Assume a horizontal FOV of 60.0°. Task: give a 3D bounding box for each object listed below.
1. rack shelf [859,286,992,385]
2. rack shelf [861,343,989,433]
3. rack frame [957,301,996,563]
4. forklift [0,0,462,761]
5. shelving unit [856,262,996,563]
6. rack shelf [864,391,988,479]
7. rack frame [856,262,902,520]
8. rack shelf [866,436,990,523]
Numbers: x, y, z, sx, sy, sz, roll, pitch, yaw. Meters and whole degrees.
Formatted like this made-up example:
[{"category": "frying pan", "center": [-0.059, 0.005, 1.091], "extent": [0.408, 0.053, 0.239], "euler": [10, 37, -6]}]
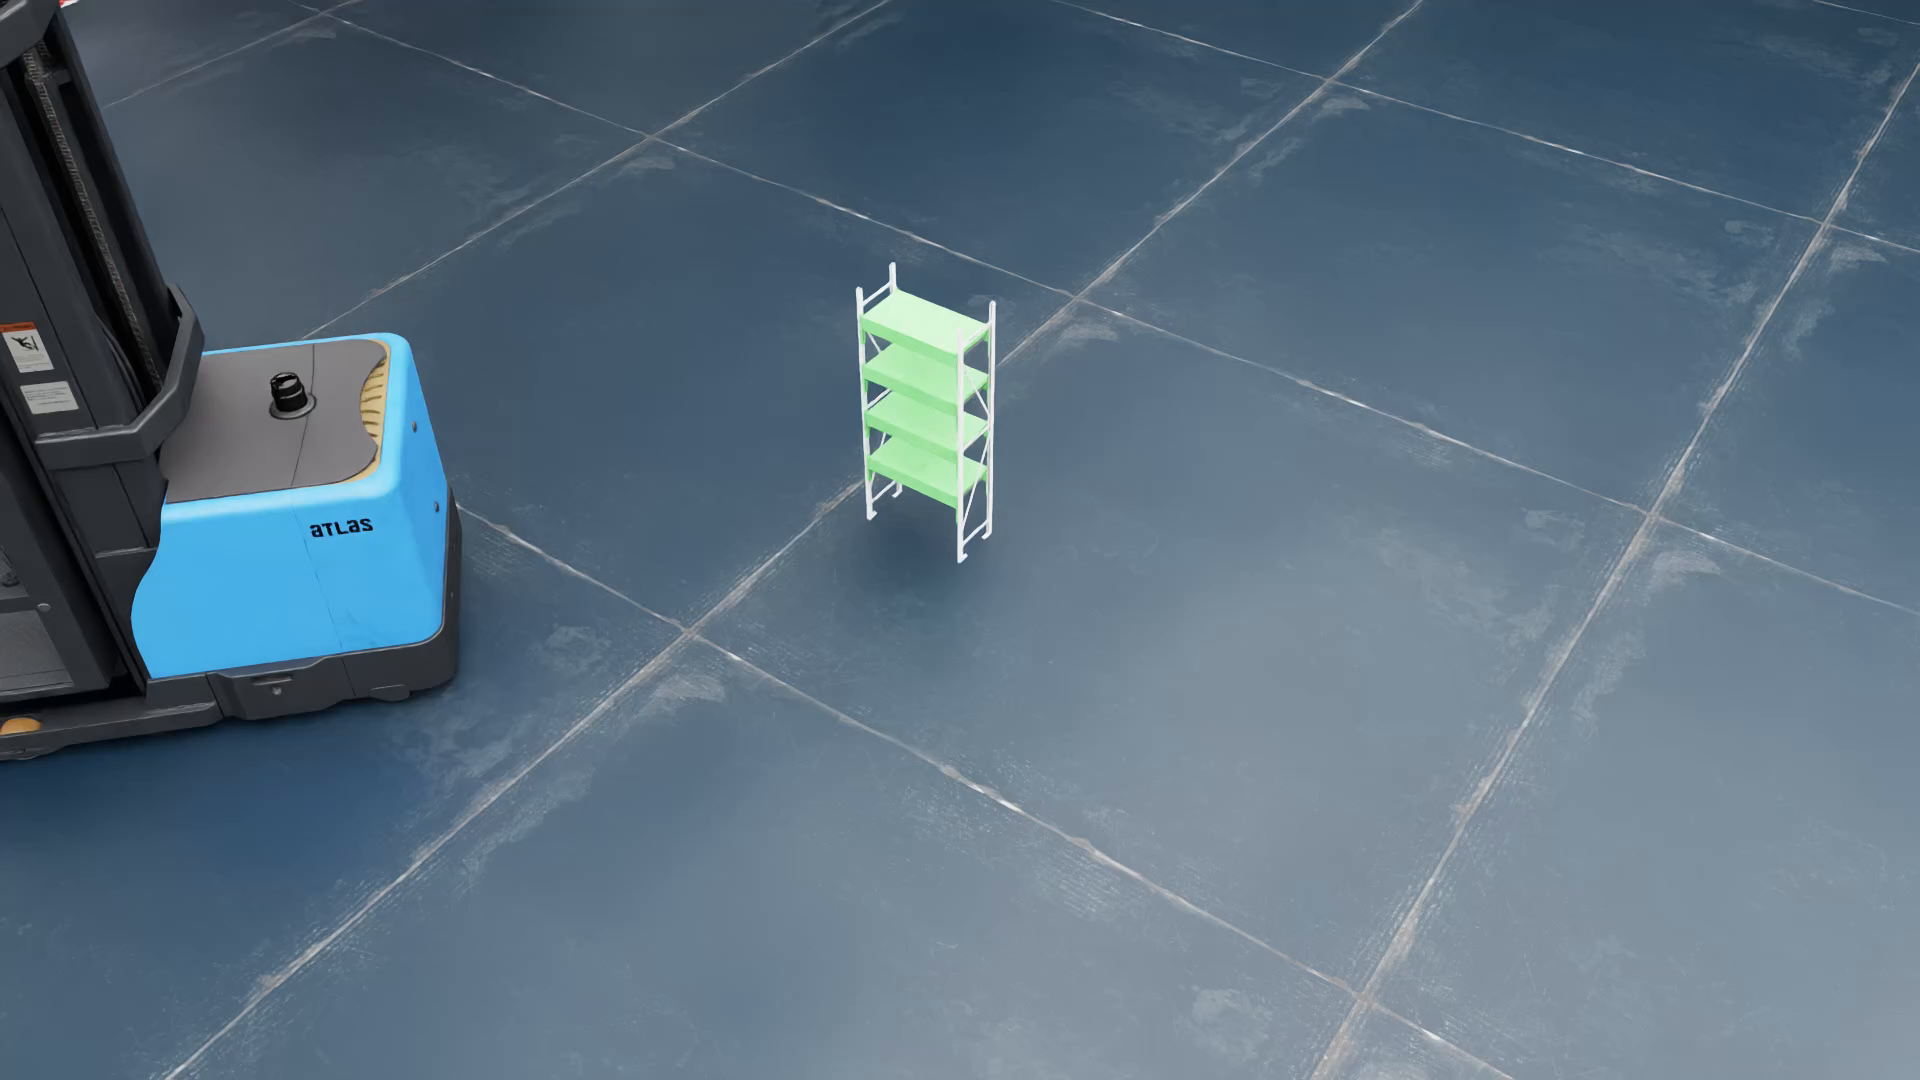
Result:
[{"category": "rack shelf", "center": [-0.136, -0.821, 6.643], "extent": [0.480, 0.148, 0.258], "euler": [25, 48, 25]}, {"category": "rack shelf", "center": [-0.136, -0.642, 6.803], "extent": [0.480, 0.148, 0.258], "euler": [25, 48, 25]}, {"category": "rack frame", "center": [0.064, -0.417, 6.816], "extent": [0.015, 1.200, 0.240], "euler": [25, 48, 25]}, {"category": "forklift", "center": [-3.560, -0.618, 5.743], "extent": [3.031, 2.935, 1.130], "euler": [-8, 42, -8]}, {"category": "shelving unit", "center": [-0.136, -0.511, 6.921], "extent": [0.503, 1.200, 0.258], "euler": [25, 48, 25]}, {"category": "rack shelf", "center": [-0.136, -0.463, 6.963], "extent": [0.480, 0.148, 0.258], "euler": [25, 48, 25]}, {"category": "rack frame", "center": [-0.335, -0.604, 7.025], "extent": [0.015, 1.200, 0.240], "euler": [25, 48, 25]}, {"category": "rack shelf", "center": [-0.136, -0.284, 7.123], "extent": [0.480, 0.148, 0.258], "euler": [25, 48, 25]}]
